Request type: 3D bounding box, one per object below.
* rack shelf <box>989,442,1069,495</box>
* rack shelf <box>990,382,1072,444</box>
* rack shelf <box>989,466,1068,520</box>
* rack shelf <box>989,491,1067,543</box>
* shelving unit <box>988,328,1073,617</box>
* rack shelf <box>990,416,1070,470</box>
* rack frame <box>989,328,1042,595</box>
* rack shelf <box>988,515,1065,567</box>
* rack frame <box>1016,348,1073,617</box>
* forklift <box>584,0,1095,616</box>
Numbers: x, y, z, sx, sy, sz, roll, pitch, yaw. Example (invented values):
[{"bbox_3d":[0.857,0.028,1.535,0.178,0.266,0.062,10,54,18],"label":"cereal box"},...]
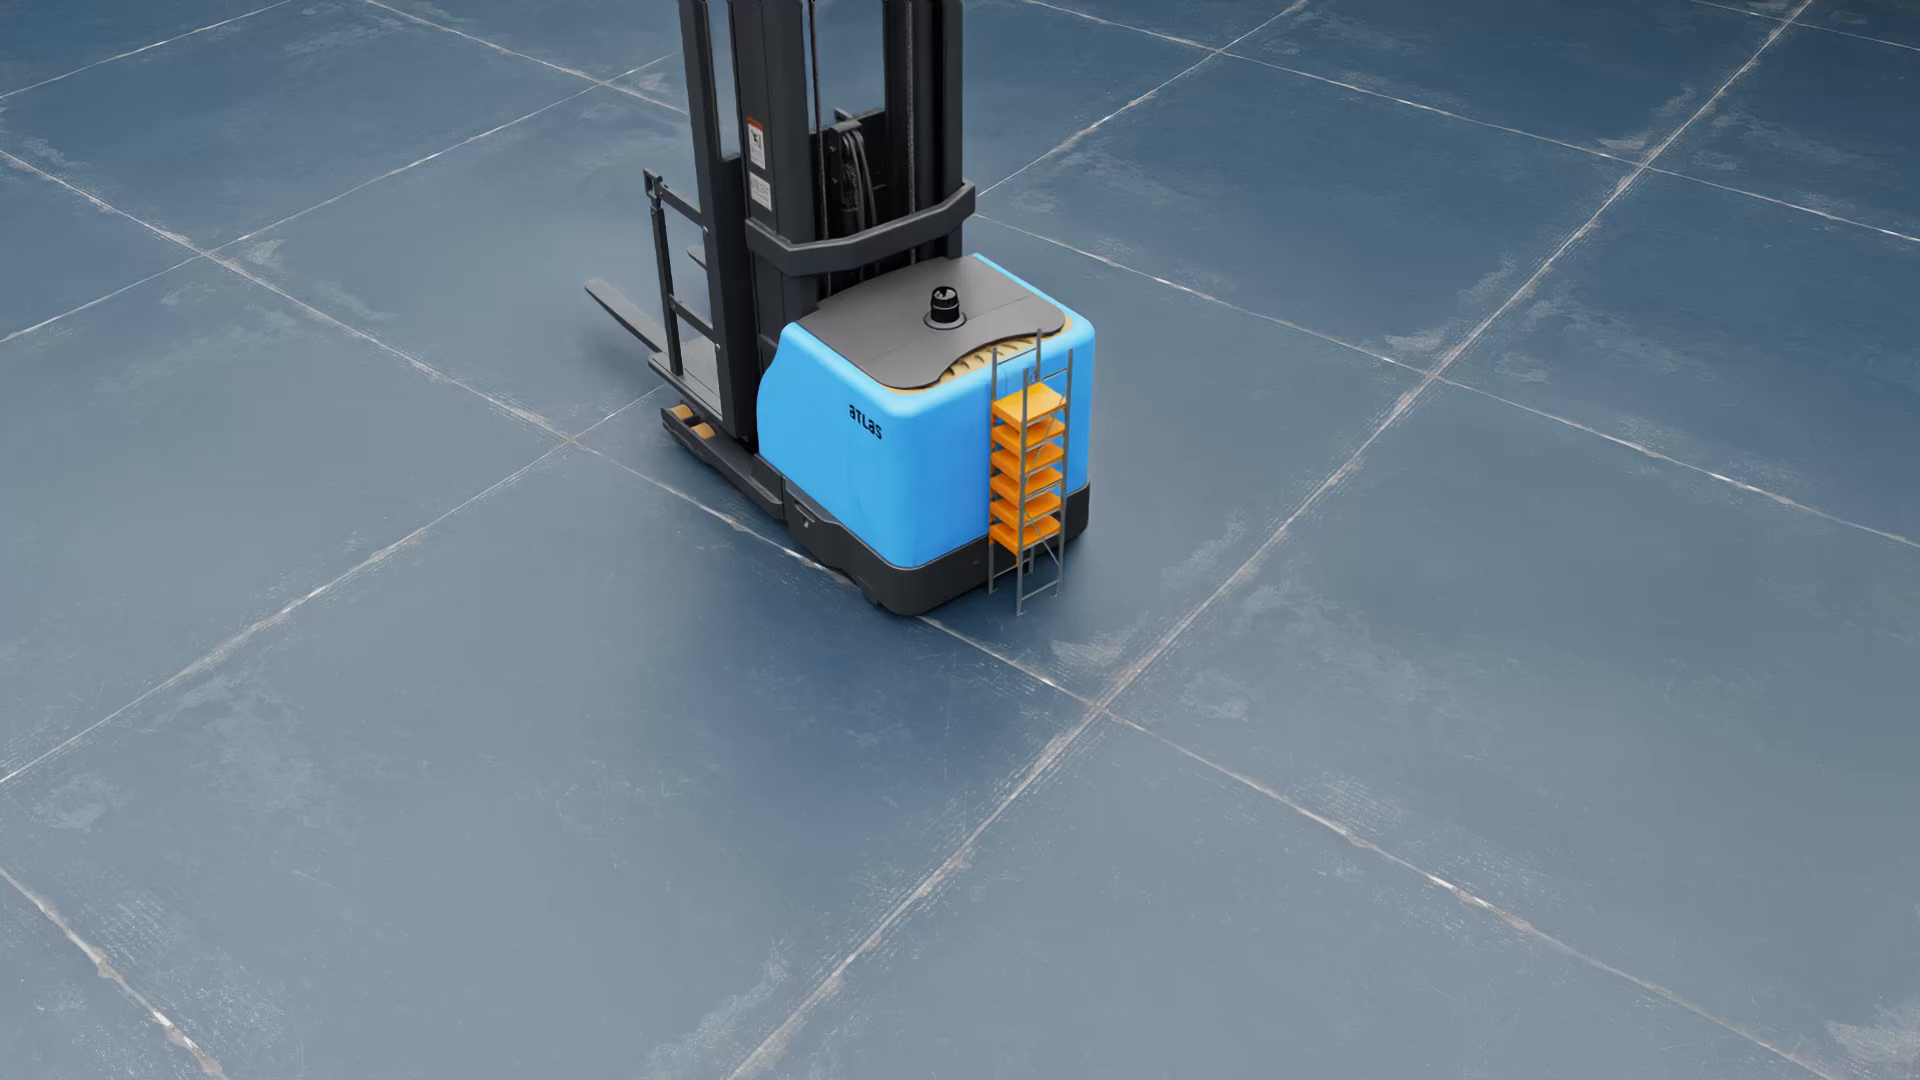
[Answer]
[{"bbox_3d":[0.272,-0.305,6.544,0.258,0.103,0.180,-26,45,-29],"label":"rack shelf"},{"bbox_3d":[0.272,-0.494,6.396,0.258,0.103,0.180,-26,45,-29],"label":"rack shelf"},{"bbox_3d":[0.272,-0.211,6.618,0.258,0.103,0.180,-26,45,-29],"label":"rack shelf"},{"bbox_3d":[0.272,-0.116,6.692,0.258,0.103,0.180,-26,45,-29],"label":"rack shelf"},{"bbox_3d":[0.272,-0.246,6.591,0.258,1.200,0.189,-26,45,-29],"label":"shelving unit"},{"bbox_3d":[0.272,-0.400,6.470,0.258,0.103,0.180,-26,45,-29],"label":"rack shelf"},{"bbox_3d":[0.216,-0.290,6.647,0.240,1.200,0.006,-26,45,-29],"label":"rack frame"},{"bbox_3d":[0.272,-0.022,6.766,0.258,0.103,0.180,-26,45,-29],"label":"rack shelf"},{"bbox_3d":[0.328,-0.201,6.534,0.240,1.200,0.006,-26,45,-29],"label":"rack frame"},{"bbox_3d":[-0.747,-1.698,7.041,1.130,2.935,3.031,-26,45,-29],"label":"forklift"}]
